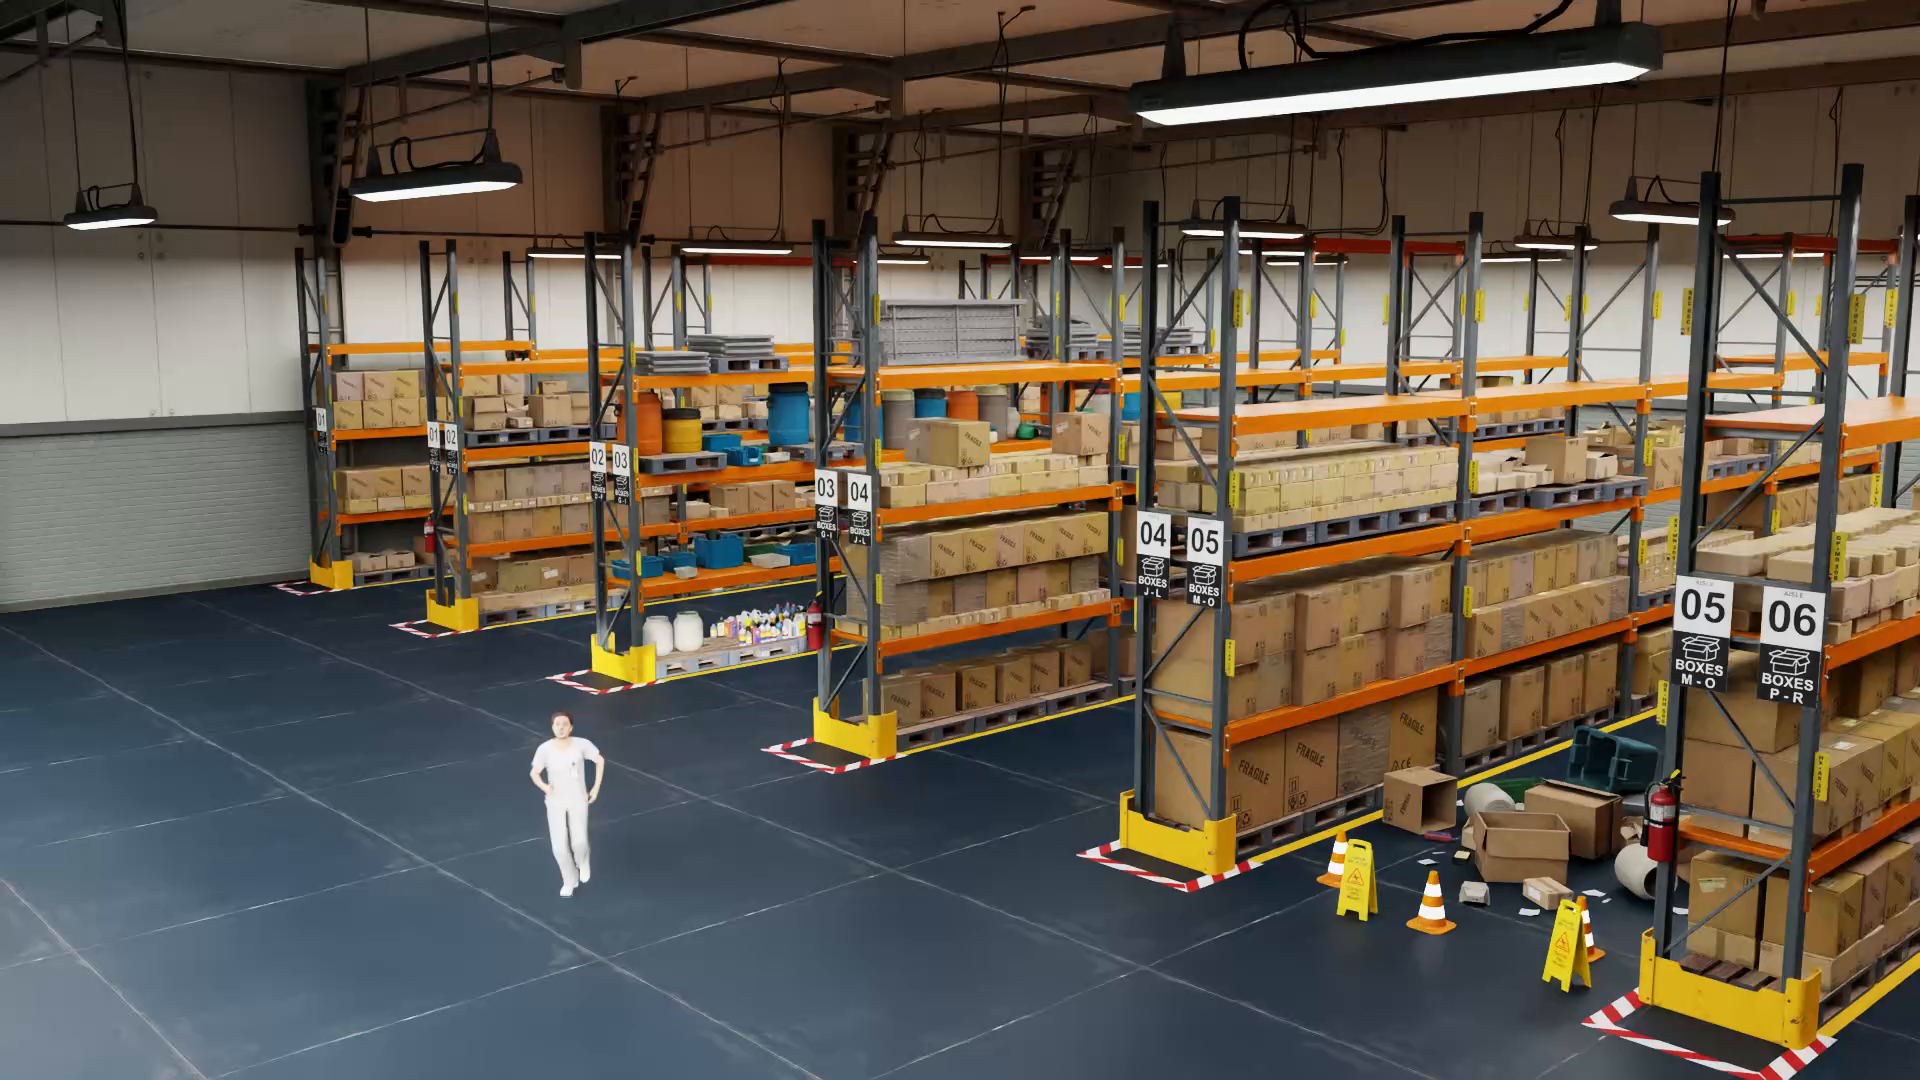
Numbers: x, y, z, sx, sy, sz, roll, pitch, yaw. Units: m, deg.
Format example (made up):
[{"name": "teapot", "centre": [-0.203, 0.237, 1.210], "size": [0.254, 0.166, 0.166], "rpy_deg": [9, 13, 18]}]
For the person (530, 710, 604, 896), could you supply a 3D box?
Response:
[{"name": "person", "centre": [-3.376, 2.274, 14.292], "size": [0.612, 1.639, 0.542], "rpy_deg": [-1, 8, -8]}]
